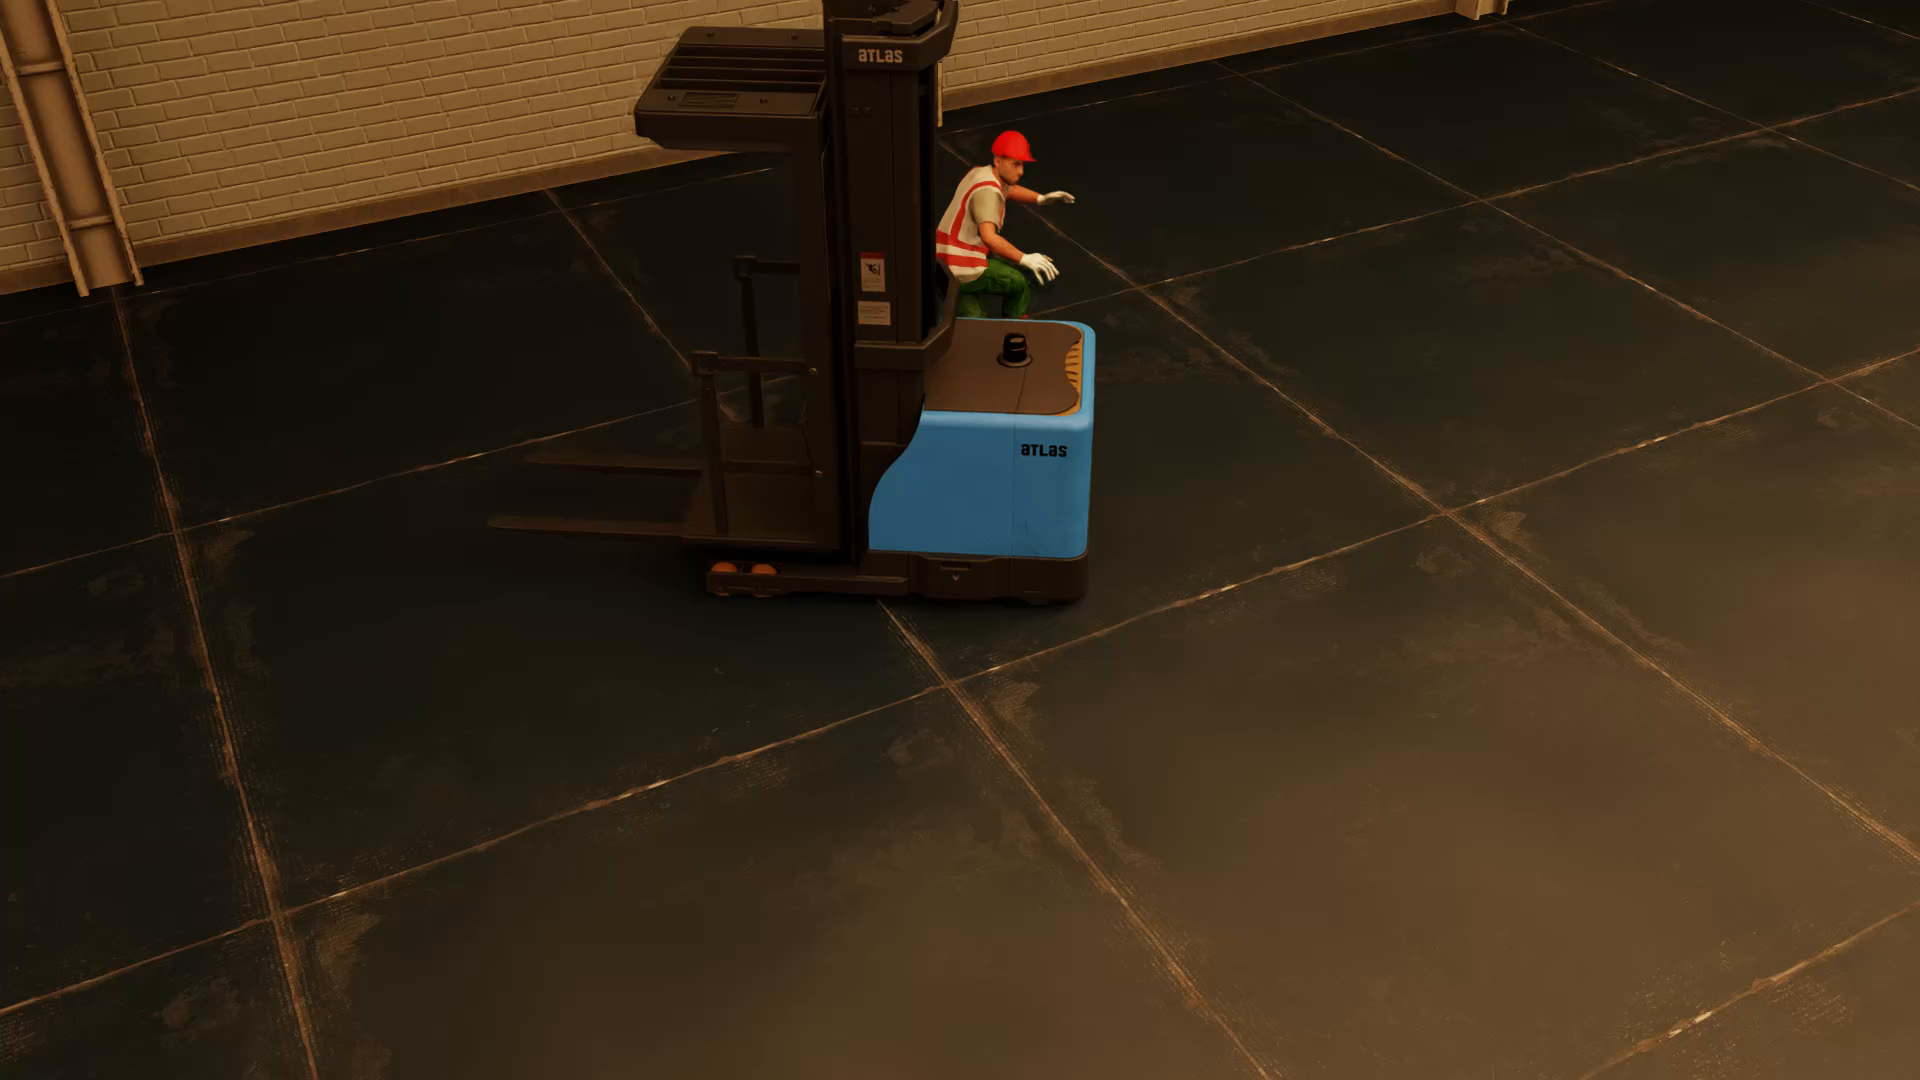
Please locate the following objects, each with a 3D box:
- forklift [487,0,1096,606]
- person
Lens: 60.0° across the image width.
[{"bbox_3d":[-0.851,-1.211,7.836,3.031,2.935,1.130,3,35,4],"label":"forklift"},{"bbox_3d":[0.322,-1.551,9.512,0.946,1.517,1.000,-18,39,-24],"label":"person"}]
